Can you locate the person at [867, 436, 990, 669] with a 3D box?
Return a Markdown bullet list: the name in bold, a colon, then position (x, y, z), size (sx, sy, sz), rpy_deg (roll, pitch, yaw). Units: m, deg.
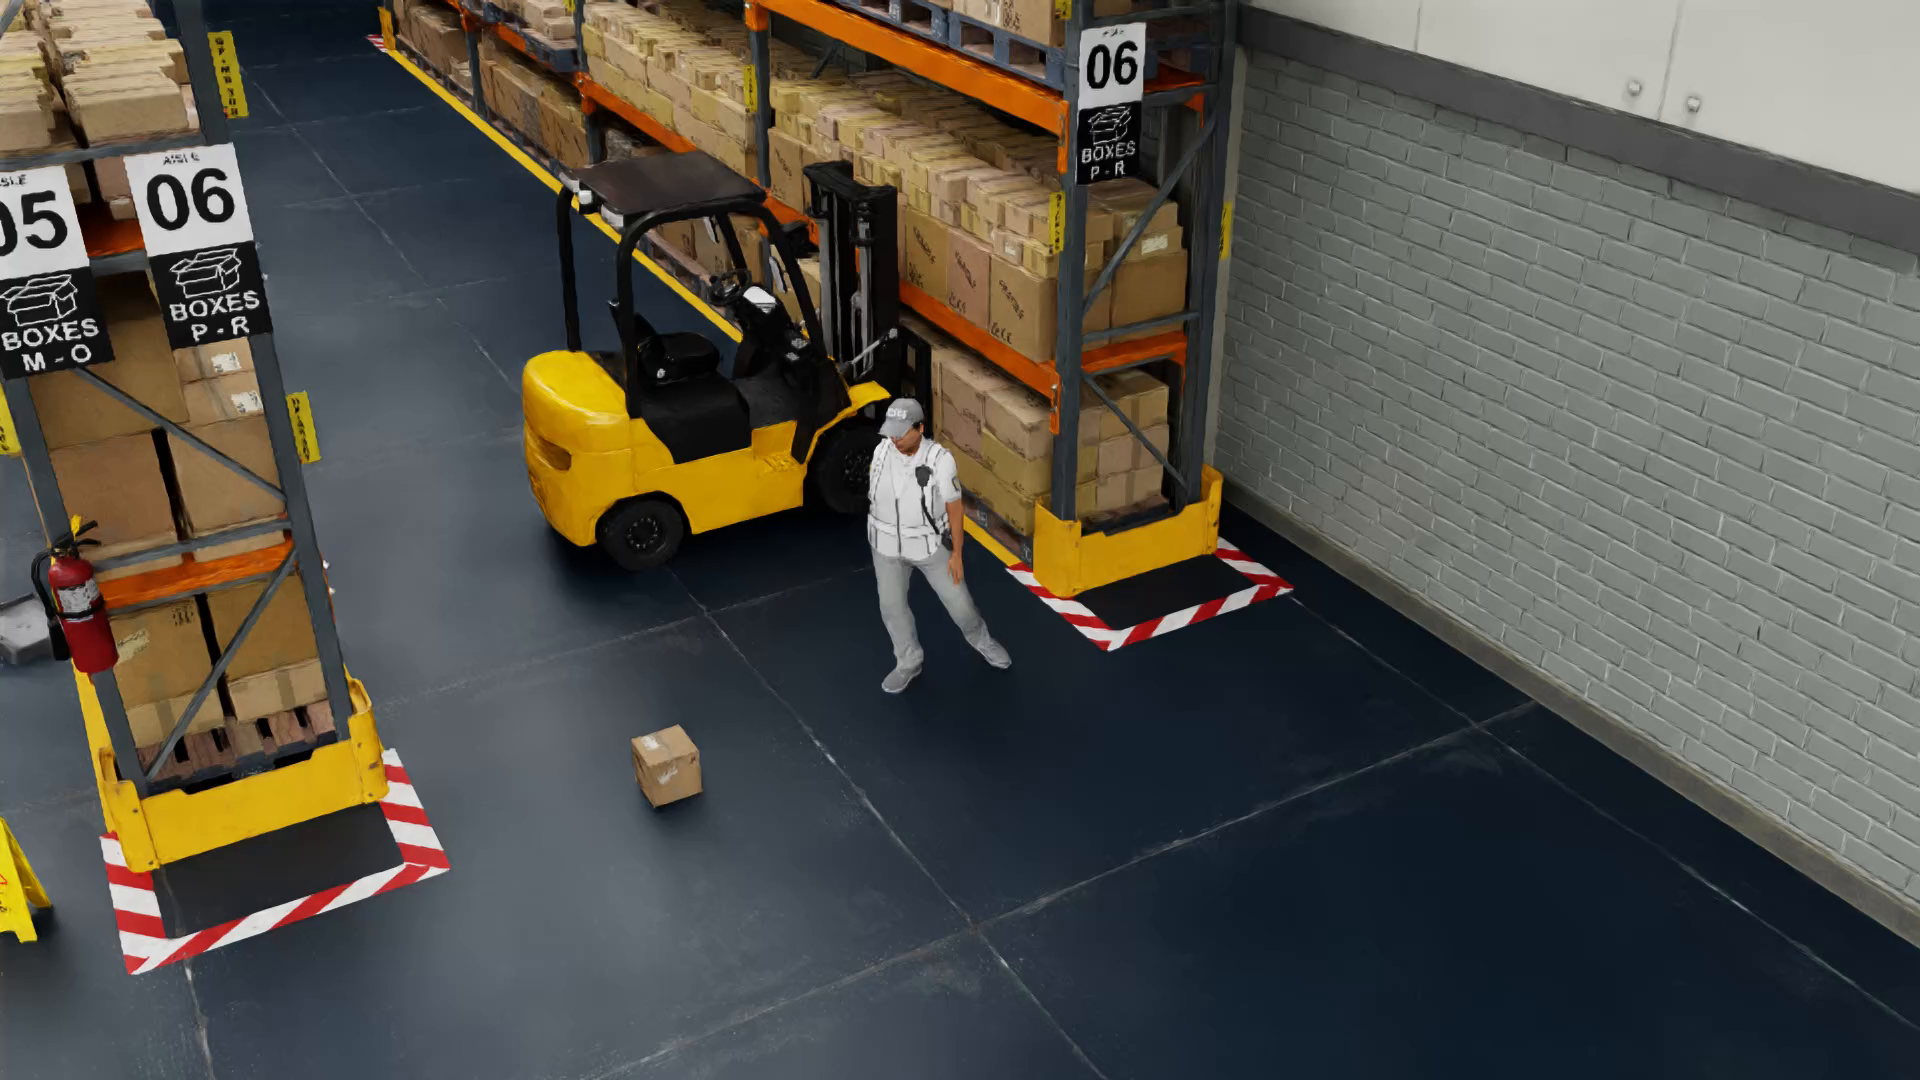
- **person**: position (-0.163, 0.082, 8.581), size (0.591, 1.355, 0.513), rpy_deg (7, 30, 13)
